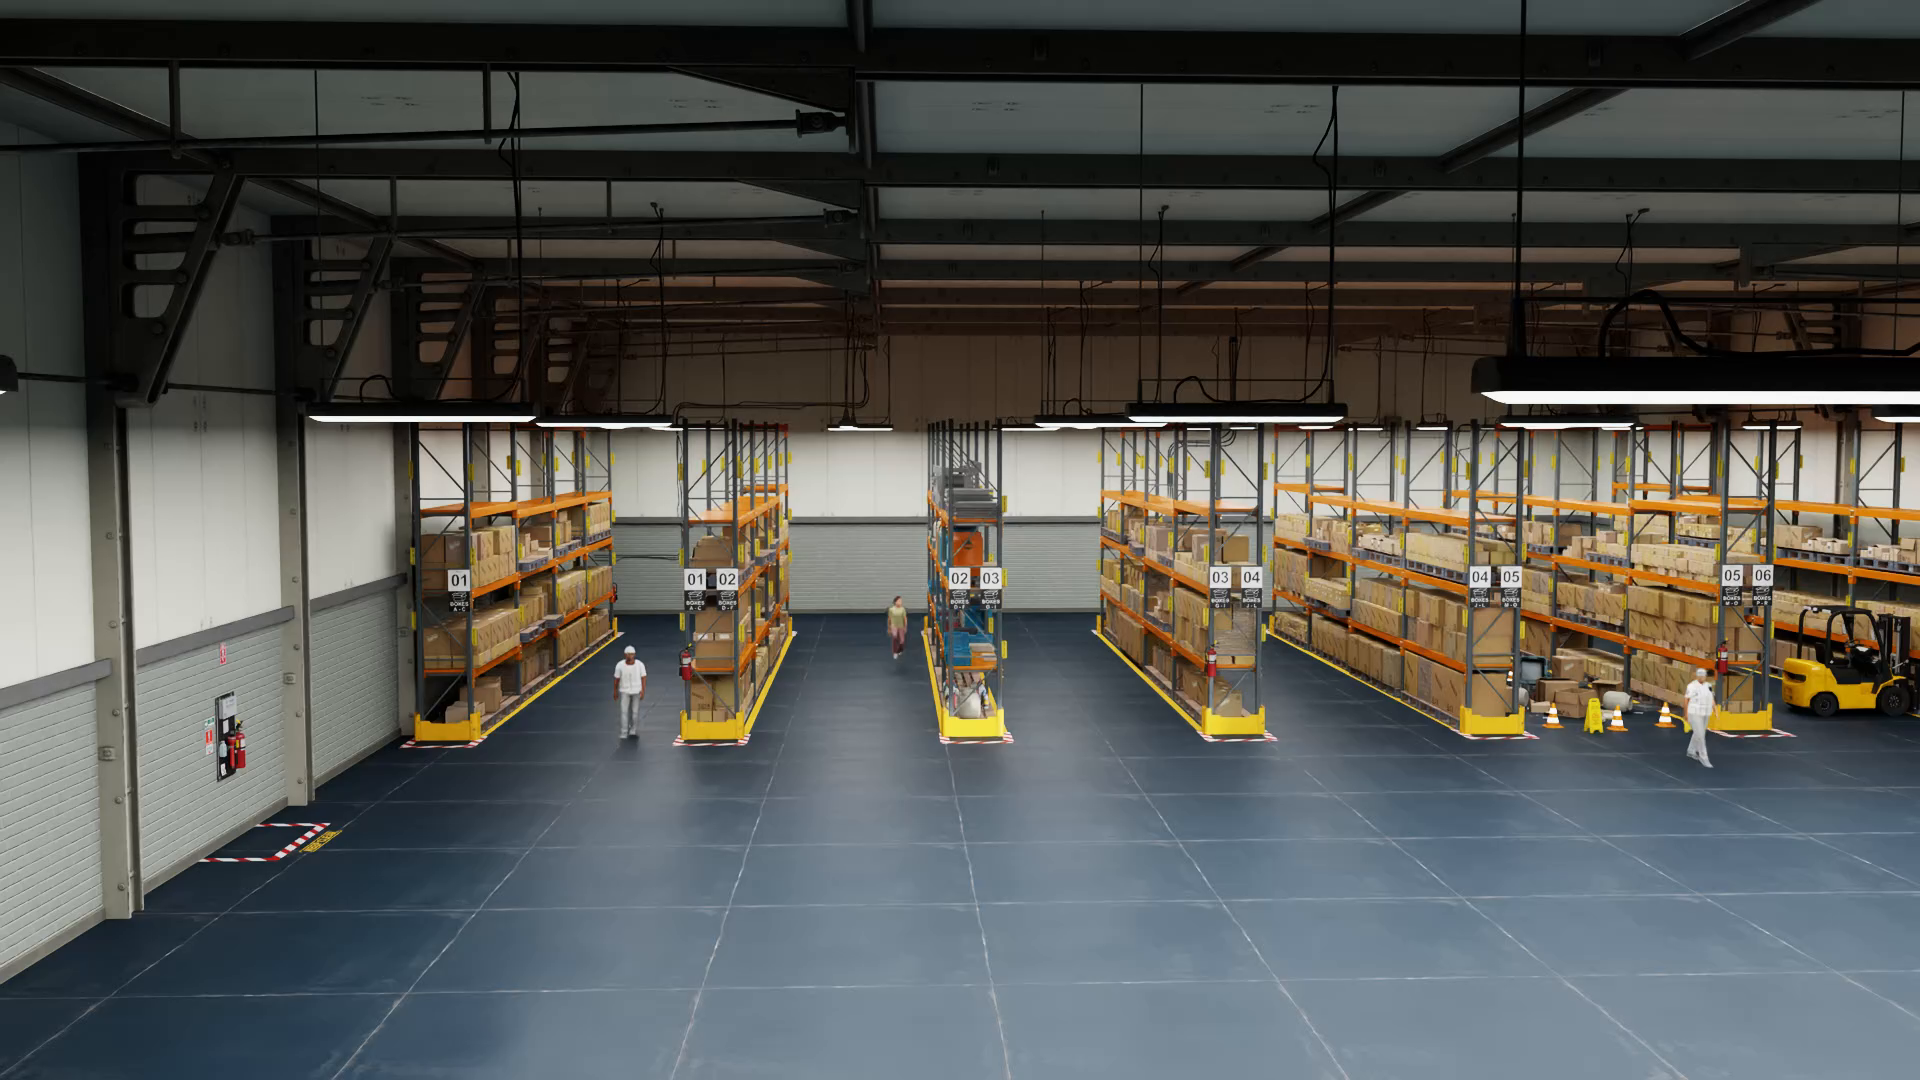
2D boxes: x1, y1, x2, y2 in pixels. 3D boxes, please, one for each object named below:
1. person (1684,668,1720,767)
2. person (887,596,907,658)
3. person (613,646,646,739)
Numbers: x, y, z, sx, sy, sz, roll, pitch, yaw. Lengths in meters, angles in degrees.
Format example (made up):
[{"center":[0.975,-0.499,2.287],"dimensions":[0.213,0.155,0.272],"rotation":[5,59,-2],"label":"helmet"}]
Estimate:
[{"center":[12.889,3.068,28.894],"dimensions":[0.501,1.700,0.746],"rotation":[-1,4,-18],"label":"person"},{"center":[-1.506,2.123,40.731],"dimensions":[0.472,1.467,0.743],"rotation":[-1,4,-11],"label":"person"},{"center":[-6.159,2.845,31.115],"dimensions":[0.593,1.715,0.997],"rotation":[-1,4,-18],"label":"person"}]
